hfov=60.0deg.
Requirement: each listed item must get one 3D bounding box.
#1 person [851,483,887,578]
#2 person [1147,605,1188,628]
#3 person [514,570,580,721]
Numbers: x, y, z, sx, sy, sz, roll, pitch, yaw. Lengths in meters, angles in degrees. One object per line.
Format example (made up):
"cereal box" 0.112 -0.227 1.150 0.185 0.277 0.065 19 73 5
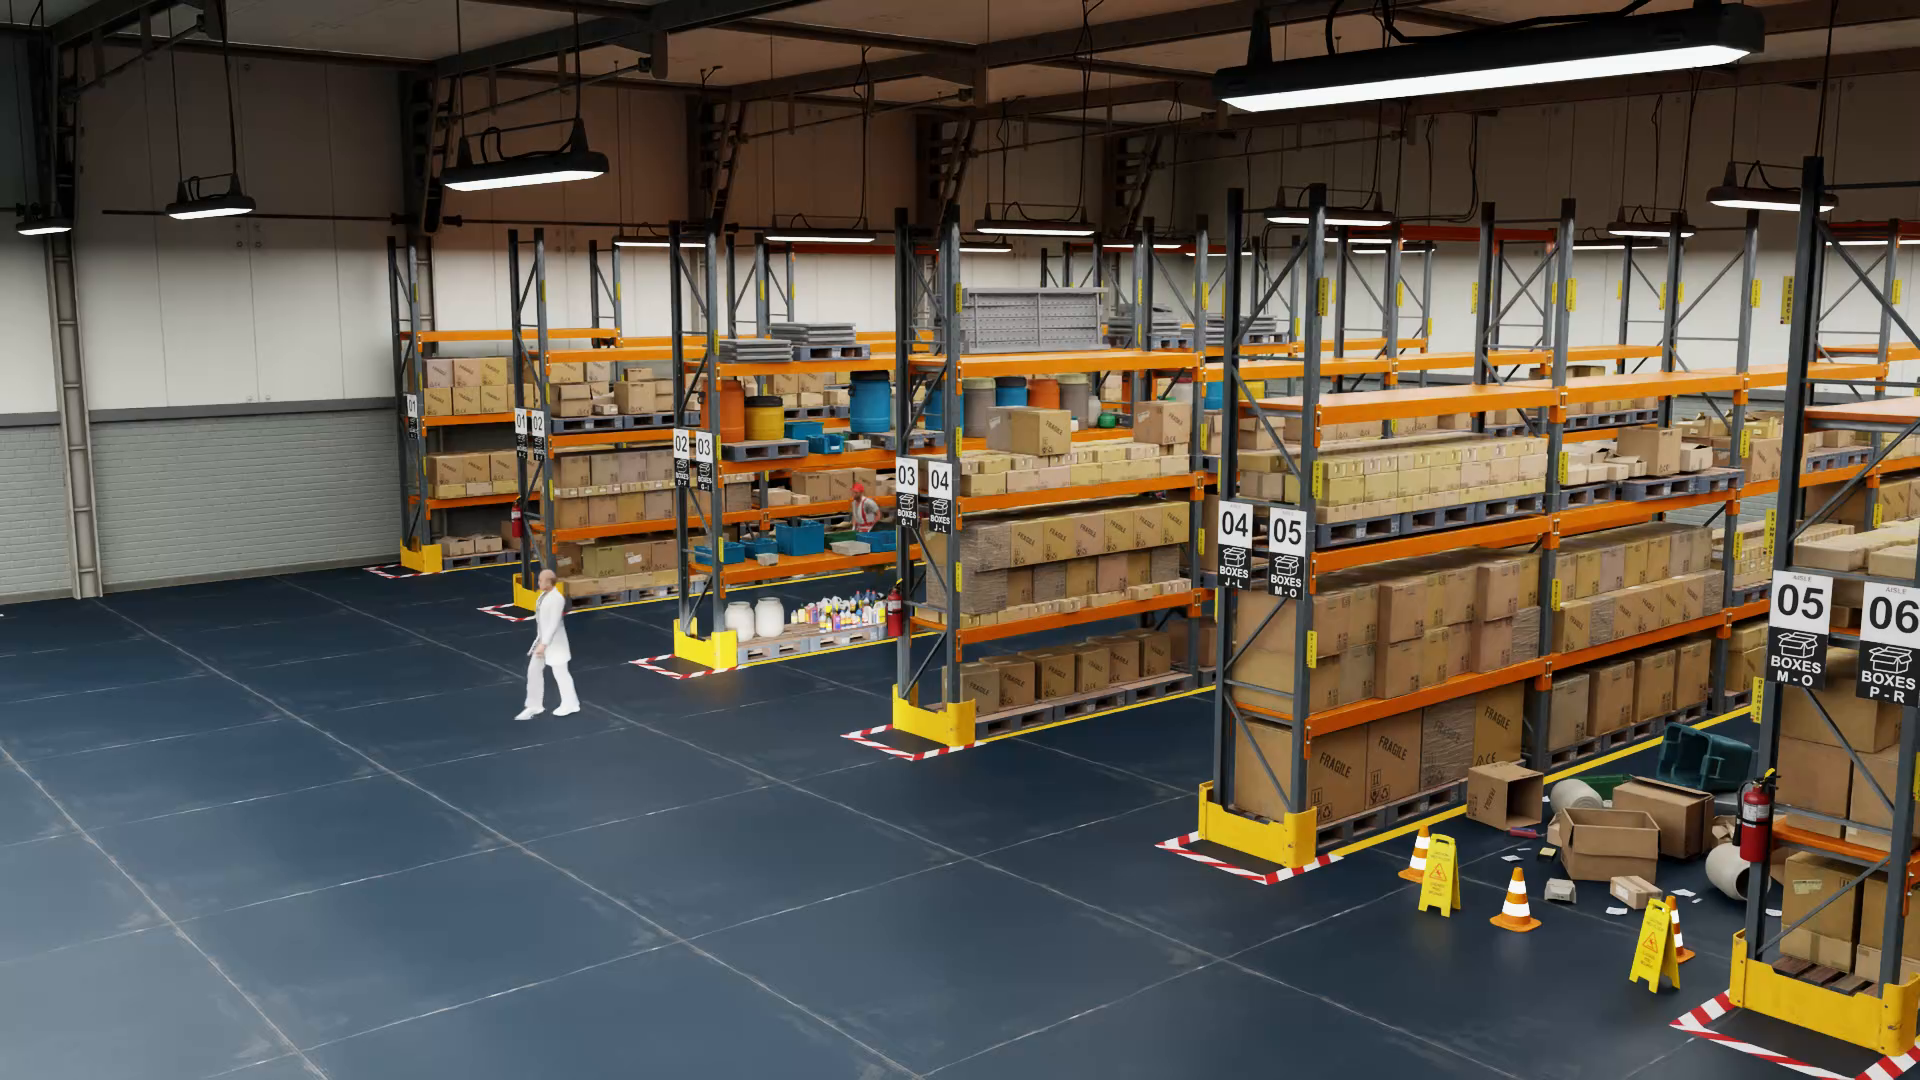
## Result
"person" -1.584 -0.162 28.273 0.700 1.661 0.650 -6 11 -34
"person" 2.969 0.513 23.792 1.023 1.507 0.447 -8 12 -42
"person" -4.949 1.257 19.870 0.763 1.811 0.589 -7 11 -37
